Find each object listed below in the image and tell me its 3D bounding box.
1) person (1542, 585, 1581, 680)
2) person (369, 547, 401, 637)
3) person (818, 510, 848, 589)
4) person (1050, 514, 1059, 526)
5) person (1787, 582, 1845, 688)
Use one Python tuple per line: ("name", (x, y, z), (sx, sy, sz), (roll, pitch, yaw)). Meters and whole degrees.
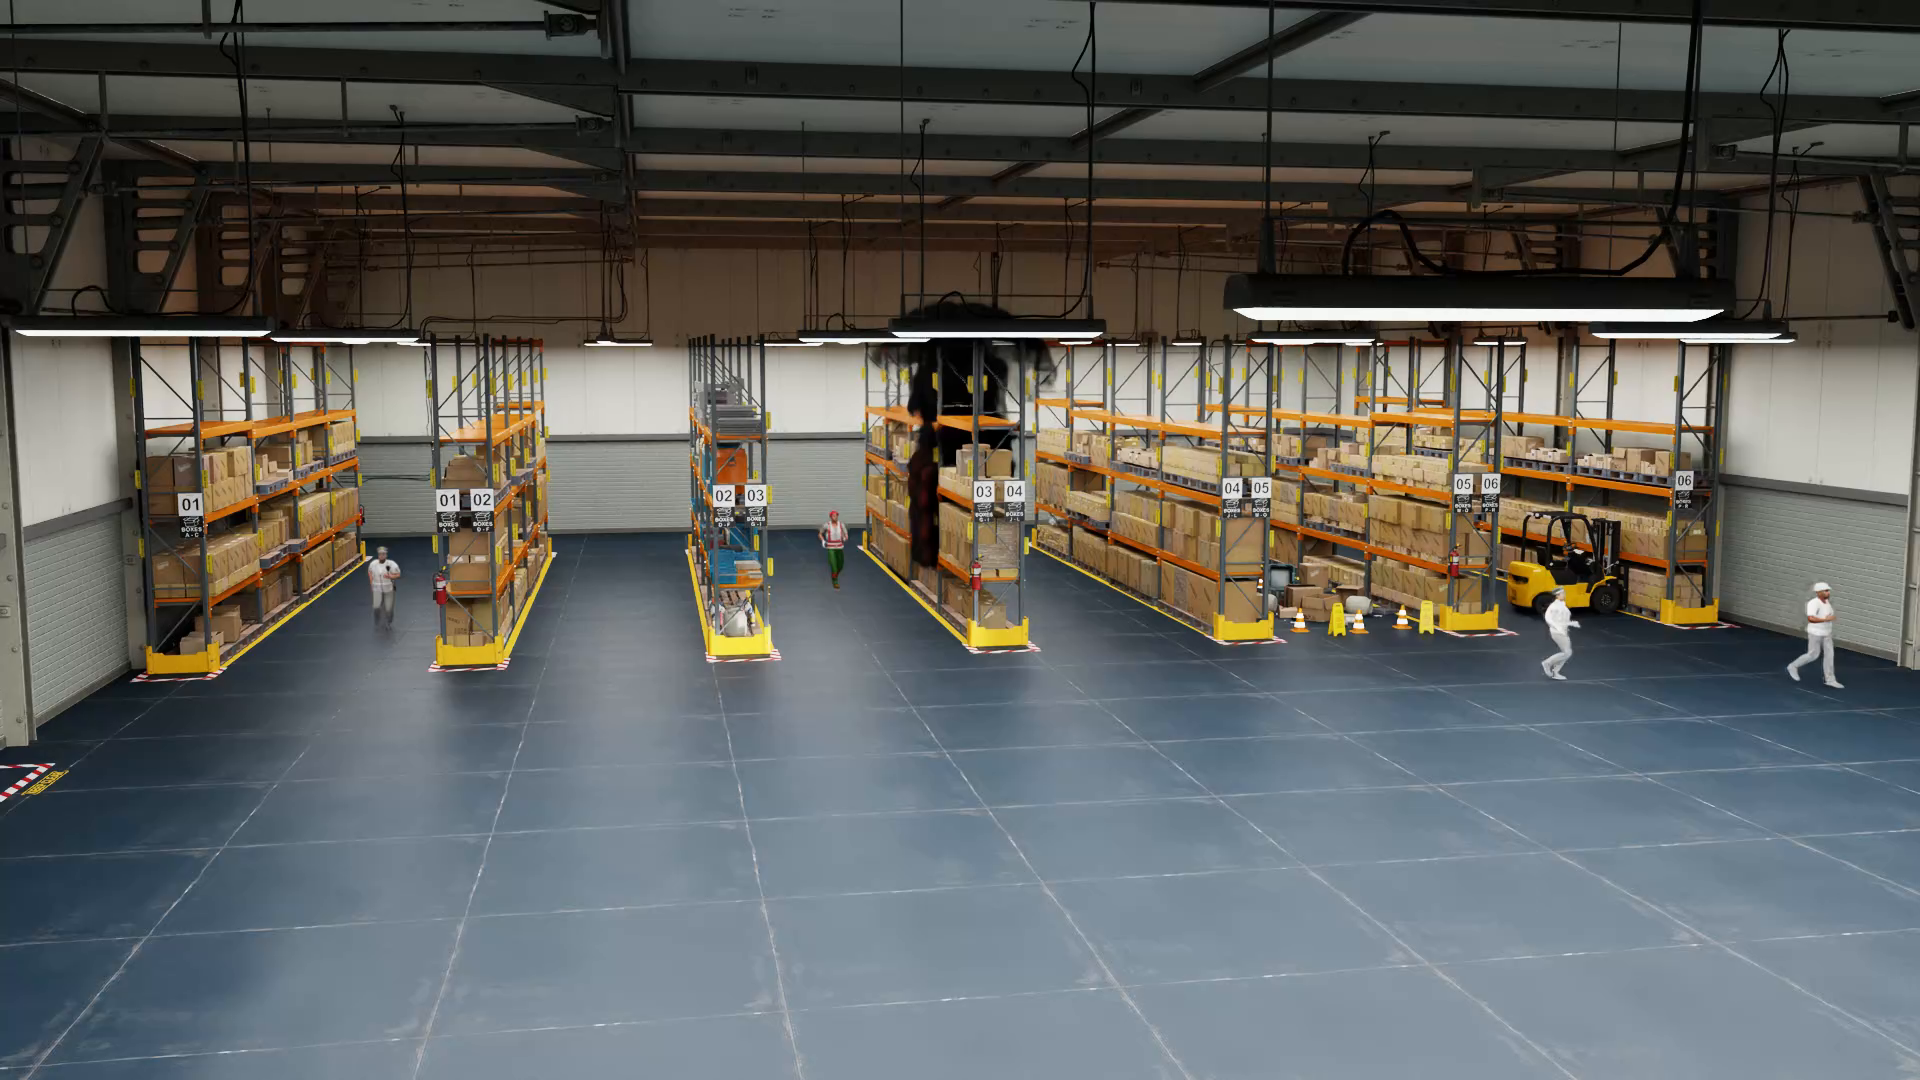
("person", (10.421, 1.606, 28.820), (0.561, 1.645, 0.611), (5, 8, 36))
("person", (-11.567, 1.038, 33.458), (0.636, 1.847, 0.804), (-2, 7, -14))
("person", (-2.865, 0.207, 37.998), (0.668, 1.770, 0.779), (-2, 7, -20))
("person", (2.910, -0.838, 49.711), (0.586, 1.741, 0.636), (-1, 7, -13))
("person", (14.573, 1.587, 28.230), (0.736, 1.755, 0.956), (-5, 8, -35))
